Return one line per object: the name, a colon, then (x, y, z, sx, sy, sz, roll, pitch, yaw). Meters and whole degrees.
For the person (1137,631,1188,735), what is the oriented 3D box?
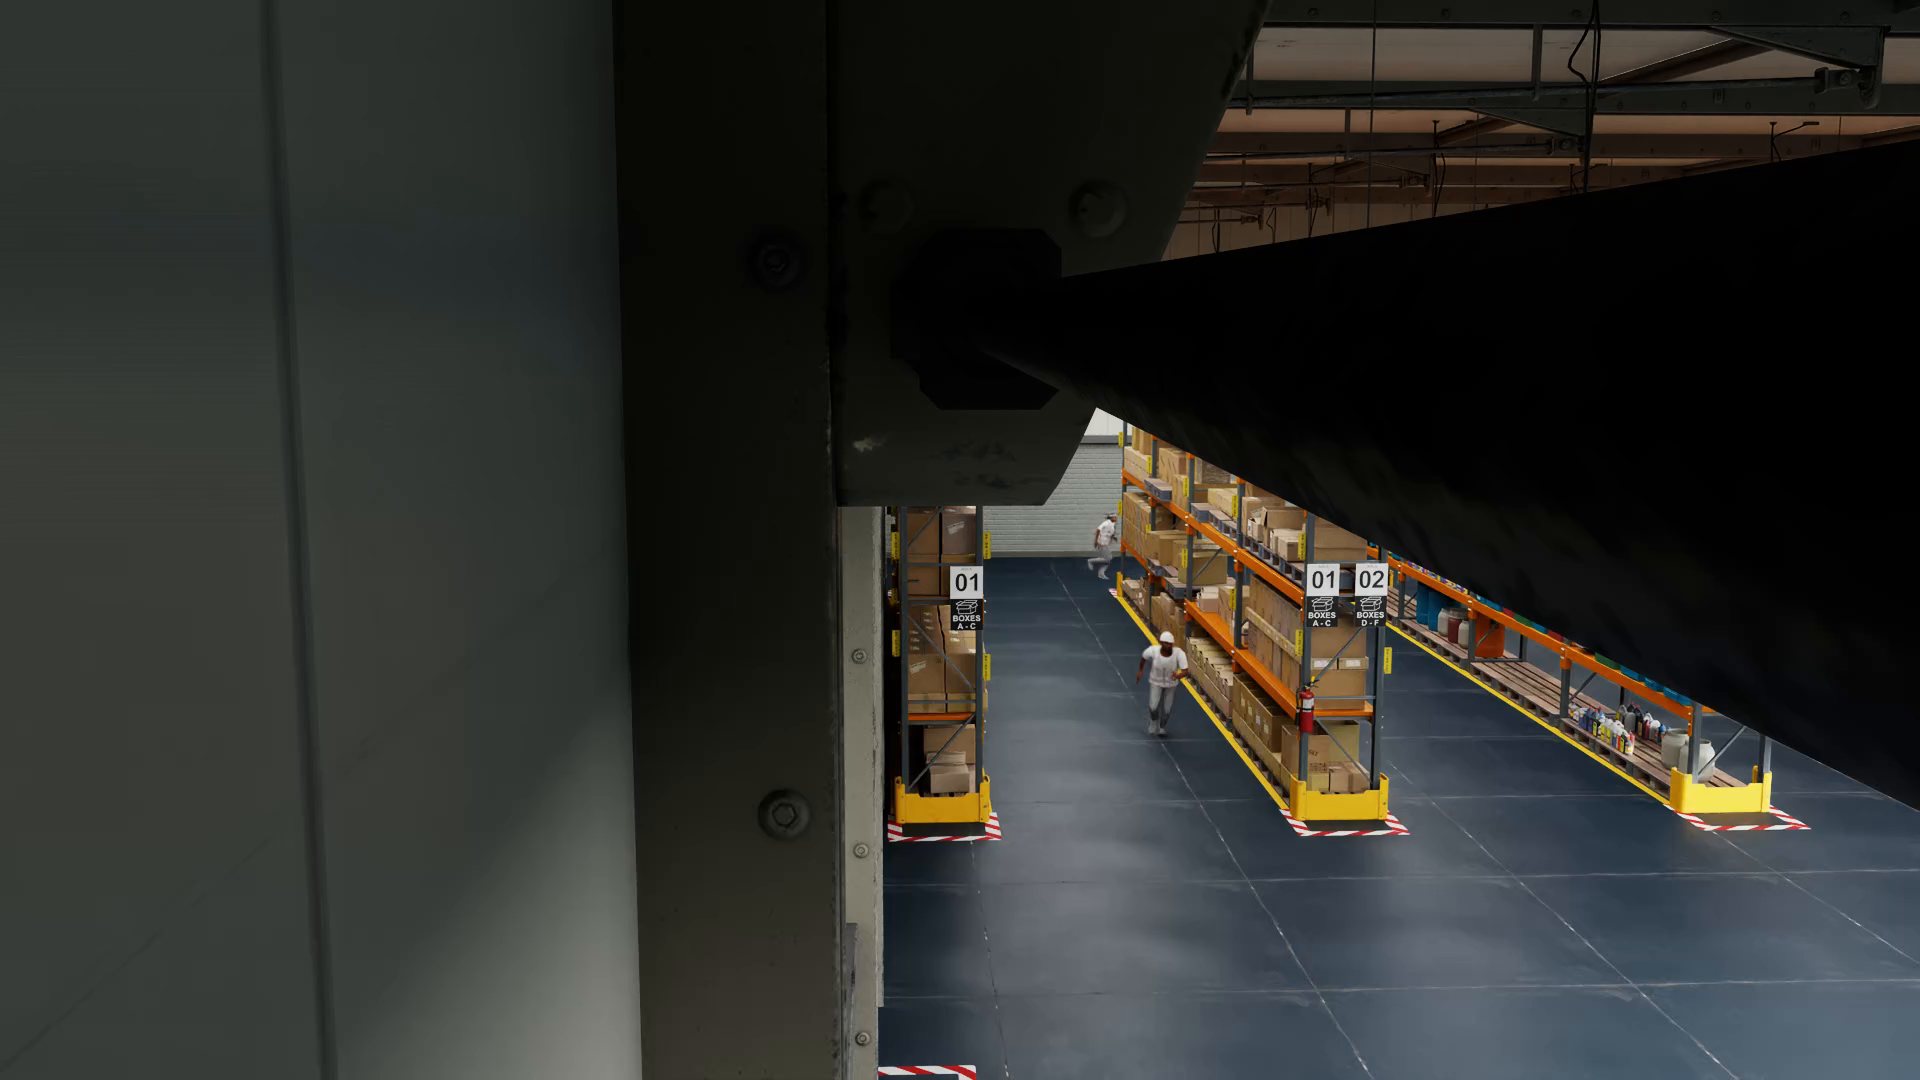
person: (2.960, 2.108, 24.313, 0.733, 1.626, 0.911, 1, 8, 4)

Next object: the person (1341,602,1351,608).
person: (7.011, 1.138, 30.714, 0.639, 1.766, 0.772, 0, 8, -2)

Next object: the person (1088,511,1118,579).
person: (3.335, 0.114, 38.764, 0.706, 1.620, 0.556, 2, 8, 15)
